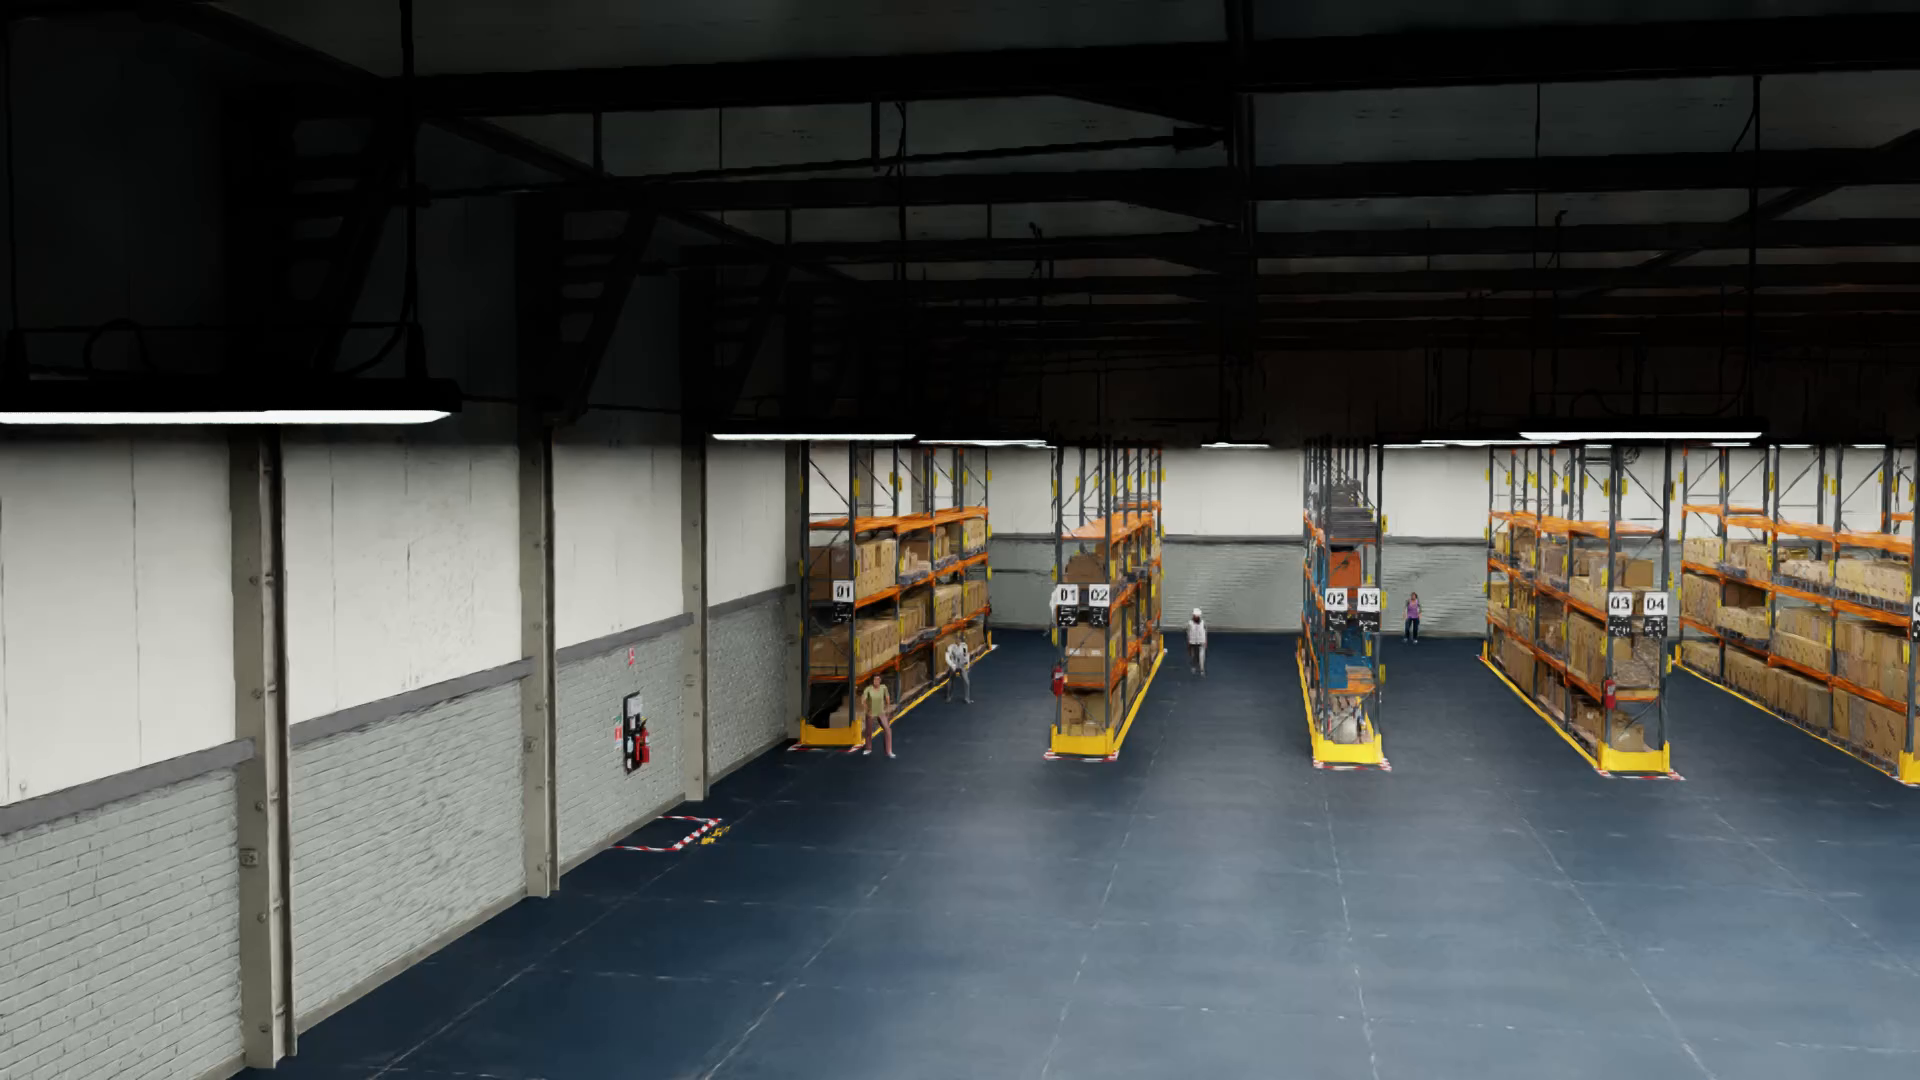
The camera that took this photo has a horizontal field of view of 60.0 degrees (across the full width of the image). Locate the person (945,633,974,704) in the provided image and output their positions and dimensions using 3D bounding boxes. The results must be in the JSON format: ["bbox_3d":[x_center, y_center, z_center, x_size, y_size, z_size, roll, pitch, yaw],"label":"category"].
[{"bbox_3d":[-0.045,2.873,37.598,0.630,1.608,0.811,0,3,-7],"label":"person"}]

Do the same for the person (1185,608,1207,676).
[{"bbox_3d":[6.001,2.572,42.238,0.546,1.695,1.096,0,3,9],"label":"person"}]

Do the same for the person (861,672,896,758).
[{"bbox_3d":[-1.542,3.226,30.934,0.625,1.587,0.802,0,3,-9],"label":"person"}]

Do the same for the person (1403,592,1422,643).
[{"bbox_3d":[13.445,2.296,49.430,0.566,1.526,0.519,0,3,7],"label":"person"}]

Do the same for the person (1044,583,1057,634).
[{"bbox_3d":[2.917,2.127,51.175,0.637,1.658,0.497,-2,4,-30],"label":"person"}]
